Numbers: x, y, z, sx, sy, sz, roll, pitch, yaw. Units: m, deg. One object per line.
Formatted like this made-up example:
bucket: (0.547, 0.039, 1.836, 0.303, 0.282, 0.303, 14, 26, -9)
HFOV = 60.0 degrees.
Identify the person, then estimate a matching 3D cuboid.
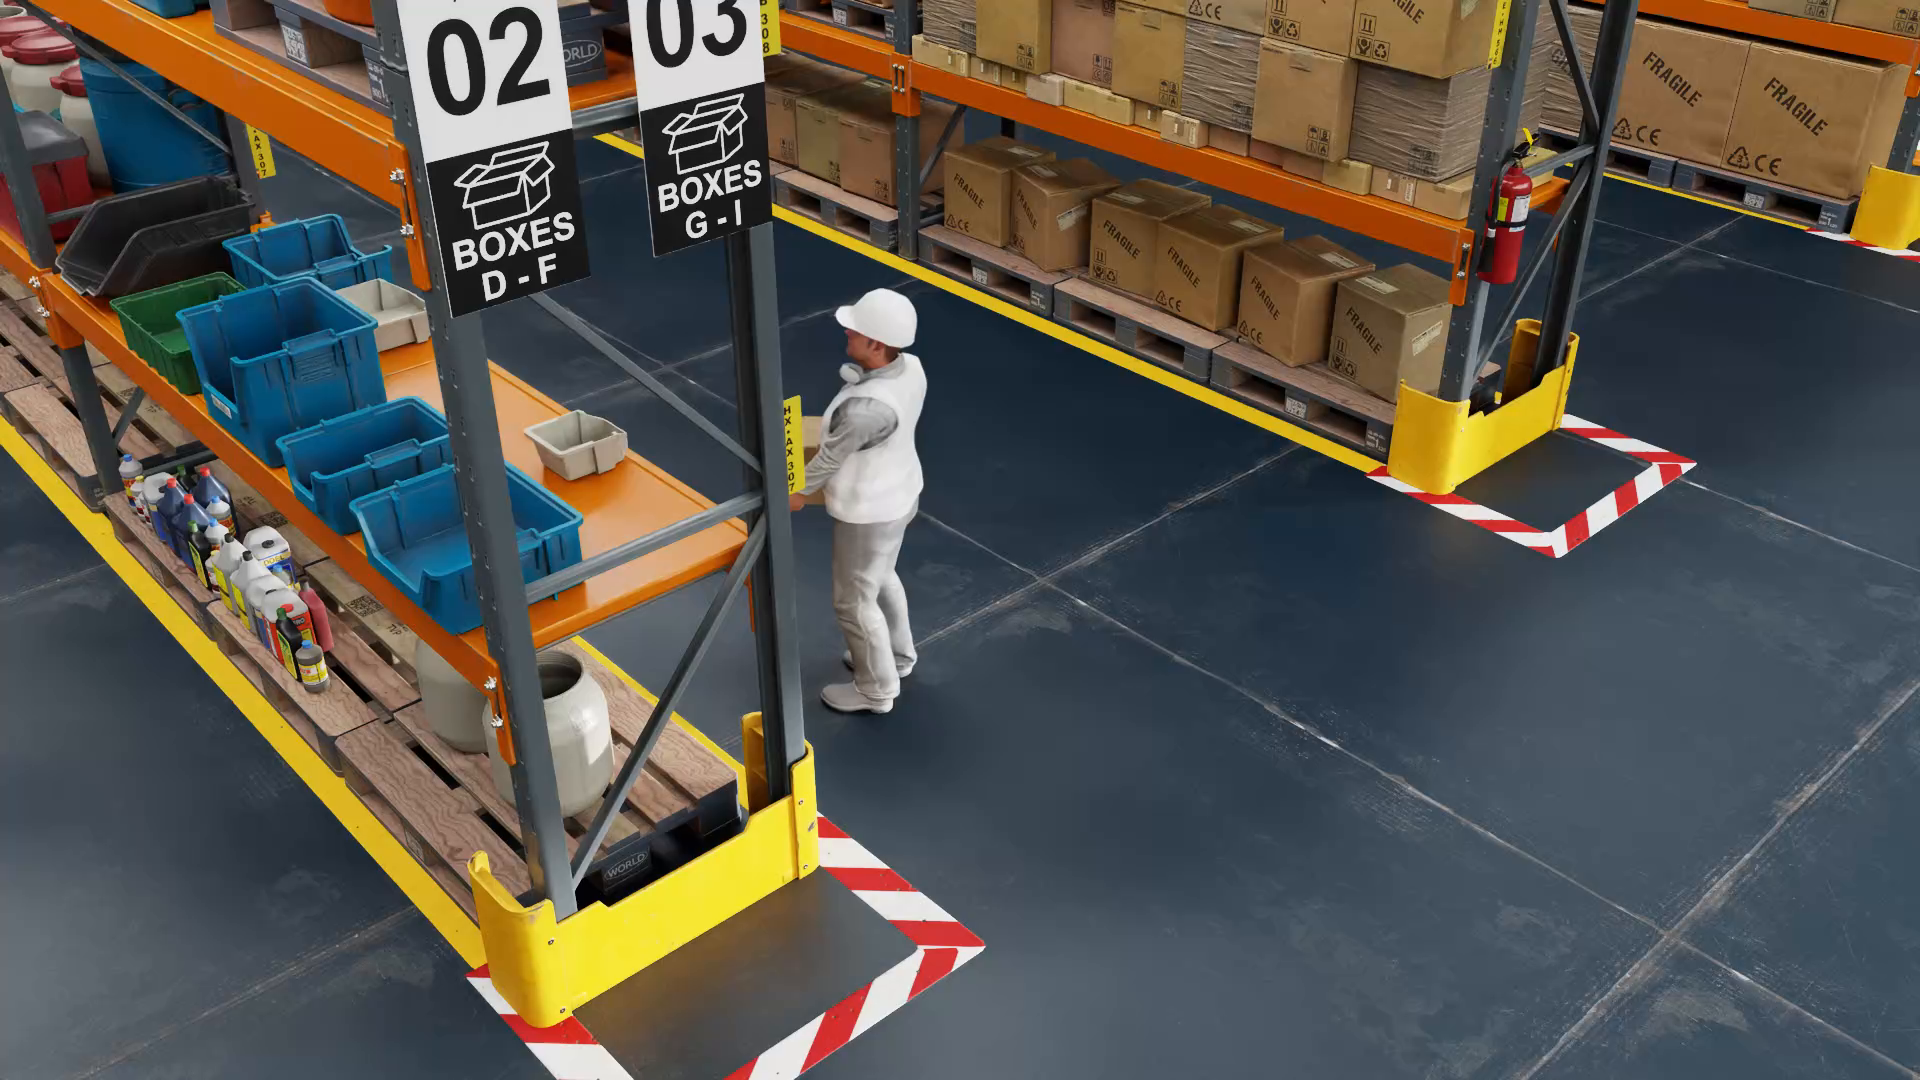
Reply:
person: (-0.425, -0.151, 6.365, 0.554, 1.762, 0.494, 8, 32, 13)
